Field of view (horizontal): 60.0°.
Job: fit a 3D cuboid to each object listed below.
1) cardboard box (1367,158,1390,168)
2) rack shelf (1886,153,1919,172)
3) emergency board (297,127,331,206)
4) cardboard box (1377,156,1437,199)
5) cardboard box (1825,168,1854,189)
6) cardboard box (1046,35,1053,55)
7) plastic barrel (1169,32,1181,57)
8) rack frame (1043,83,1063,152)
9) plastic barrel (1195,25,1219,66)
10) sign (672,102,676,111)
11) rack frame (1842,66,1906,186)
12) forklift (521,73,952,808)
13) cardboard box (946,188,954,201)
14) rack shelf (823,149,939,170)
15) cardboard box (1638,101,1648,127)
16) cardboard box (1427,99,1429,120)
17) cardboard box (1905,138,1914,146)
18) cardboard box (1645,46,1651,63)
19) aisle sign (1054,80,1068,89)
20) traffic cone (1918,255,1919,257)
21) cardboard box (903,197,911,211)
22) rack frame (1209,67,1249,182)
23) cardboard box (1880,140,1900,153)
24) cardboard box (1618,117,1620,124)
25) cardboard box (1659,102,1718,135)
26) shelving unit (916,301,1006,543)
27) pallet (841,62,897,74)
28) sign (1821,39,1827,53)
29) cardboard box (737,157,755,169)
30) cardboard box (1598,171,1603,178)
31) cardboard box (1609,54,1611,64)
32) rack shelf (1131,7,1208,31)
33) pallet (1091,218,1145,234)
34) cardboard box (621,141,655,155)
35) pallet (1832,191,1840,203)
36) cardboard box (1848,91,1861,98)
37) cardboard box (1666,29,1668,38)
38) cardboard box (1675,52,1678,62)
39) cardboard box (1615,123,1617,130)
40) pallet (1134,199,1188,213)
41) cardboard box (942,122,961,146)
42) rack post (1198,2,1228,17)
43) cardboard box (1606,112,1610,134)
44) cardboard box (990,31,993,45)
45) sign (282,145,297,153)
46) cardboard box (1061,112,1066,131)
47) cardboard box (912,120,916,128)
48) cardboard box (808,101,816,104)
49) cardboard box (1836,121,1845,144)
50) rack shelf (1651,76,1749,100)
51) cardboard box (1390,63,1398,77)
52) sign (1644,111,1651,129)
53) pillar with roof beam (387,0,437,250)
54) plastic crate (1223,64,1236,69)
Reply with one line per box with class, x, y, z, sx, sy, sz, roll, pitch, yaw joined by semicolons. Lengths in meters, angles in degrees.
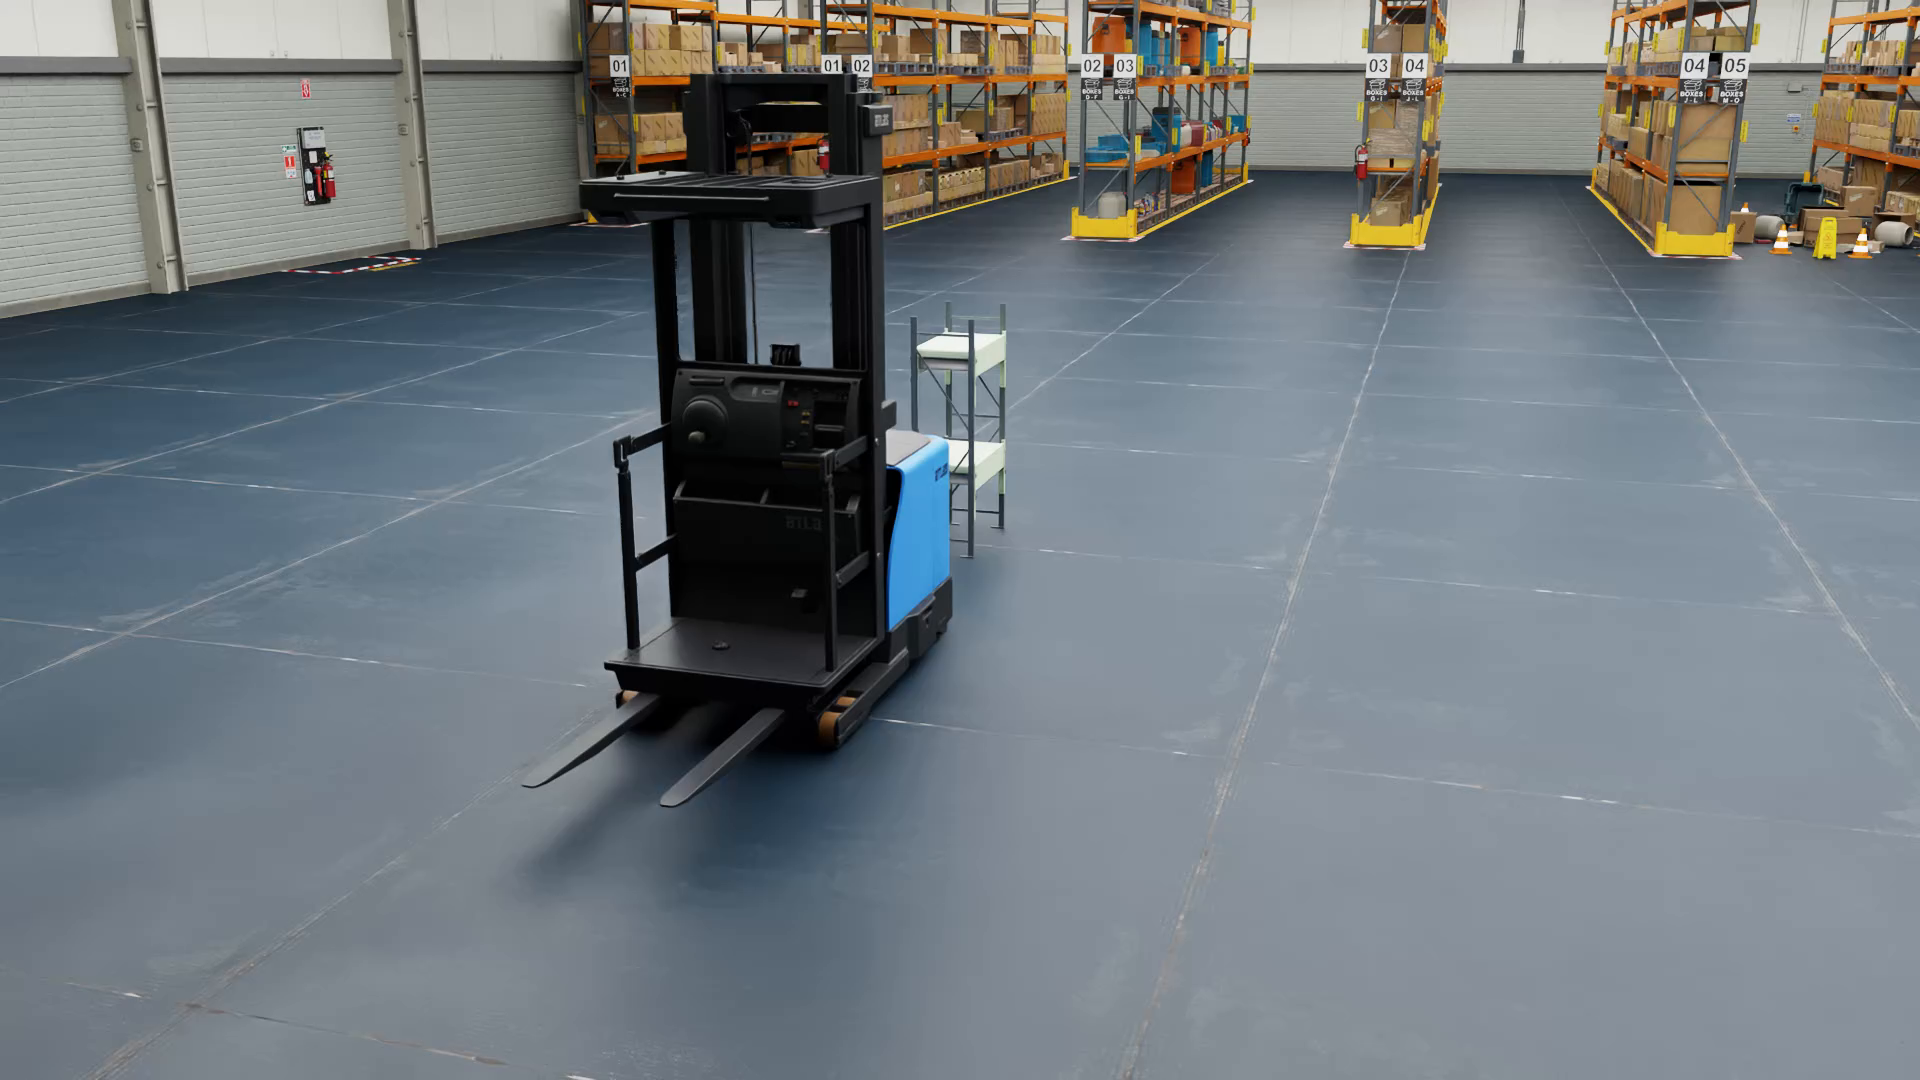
cardboard box;7.290;-6.569;28.953;0.380;0.149;0.250;5;16;16
rack shelf;18.613;-7.054;31.522;1.077;0.370;4.000;5;16;16
emergency board;-9.935;-5.788;25.737;0.157;1.169;0.626;5;16;16
cardboard box;9.896;-8.051;36.842;1.225;0.875;0.875;4;16;13
cardboard box;21.112;-8.566;39.457;0.875;0.438;0.875;5;17;17
cardboard box;2.064;-13.128;44.103;0.700;0.500;0.500;5;16;16
plastic barrel;4.490;-10.563;36.156;0.600;0.901;0.600;0;16;0
rack frame;2.454;-11.555;46.070;0.949;2.616;0.053;5;16;16
plastic barrel;5.730;-11.551;38.871;0.600;0.901;0.708;5;16;16
sign;-6.237;-9.397;36.342;0.100;0.325;0.005;5;16;16
rack frame;20.319;-8.970;36.958;1.000;3.000;0.127;5;16;16
forklift;-0.969;-0.591;7.540;1.130;2.935;3.031;5;17;17
cardboard box;-0.454;-7.514;36.094;0.500;0.250;0.500;5;17;17
rack shelf;-1.522;-7.546;33.254;1.077;0.370;4.000;5;16;16
cardboard box;14.270;-8.694;33.967;0.700;0.500;0.500;5;16;16
cardboard box;8.114;-7.655;29.762;0.500;0.500;0.500;5;16;16
cardboard box;18.579;-7.725;32.257;0.380;0.149;0.250;5;17;16
cardboard box;13.702;-9.494;32.517;0.500;0.311;0.500;4;16;15
aisle sign;2.770;-12.799;45.693;0.394;0.787;0.004;5;16;16
traffic cone;15.794;-4.823;26.985;0.336;0.463;0.334;5;16;16
cardboard box;-1.296;-6.763;33.446;0.500;0.250;0.500;5;16;16
rack frame;7.205;-11.169;44.711;1.000;3.000;0.127;5;16;16
cardboard box;19.077;-8.004;33.827;0.500;0.250;0.500;4;16;14
cardboard box;14.255;-8.946;35.475;0.380;0.149;0.250;5;17;18
cardboard box;12.659;-7.310;28.850;0.875;0.550;0.500;5;16;16
shelving unit;-0.001;-0.721;10.622;0.431;1.500;0.748;5;16;16
pallet;-1.864;-8.952;31.559;1.003;0.211;1.213;5;16;16
sign;20.925;-11.963;40.266;0.100;0.325;0.005;5;16;16
cardboard box;-5.085;-8.743;38.557;0.500;0.250;0.500;5;16;16
cardboard box;15.992;-9.034;41.092;0.380;0.149;0.250;5;17;18
cardboard box;16.159;-11.754;40.635;0.500;0.250;0.500;4;16;15
rack shelf;4.363;-10.901;34.822;1.077;0.370;4.000;5;16;16
pallet;2.871;-5.878;31.164;1.003;0.211;1.213;5;16;16
cardboard box;-6.397;-7.792;33.043;0.500;0.250;0.500;4;16;14
pallet;20.610;-7.822;38.019;1.003;0.211;1.213;5;16;16
cardboard box;20.415;-10.109;37.770;0.380;0.149;0.250;4;16;15
cardboard box;12.481;-8.789;28.867;0.380;0.149;0.250;5;16;16
cardboard box;11.976;-7.940;27.335;0.380;0.149;0.250;5;17;16
cardboard box;14.402;-8.939;35.995;0.380;0.149;0.250;5;16;15
pallet;4.326;-7.217;35.887;1.003;0.211;1.213;5;16;16
cardboard box;-0.278;-9.069;37.124;0.500;0.500;0.500;4;16;13
rack post;5.615;-12.229;38.370;0.937;0.300;0.954;7;17;22
cardboard box;15.702;-9.933;39.625;0.500;0.500;0.500;5;16;16
cardboard box;0.459;-11.681;39.002;0.500;0.500;0.500;5;16;16
sign;-10.161;-5.925;25.183;0.001;0.109;0.331;5;16;16
cardboard box;2.591;-11.464;45.568;0.500;0.500;0.500;5;17;18
cardboard box;-1.116;-8.421;33.651;0.380;0.149;0.250;5;16;16
cardboard box;-3.900;-10.777;41.188;0.500;0.250;0.500;5;17;16
cardboard box;20.346;-9.295;37.918;0.500;0.500;0.500;4;16;15
rack shelf;12.702;-7.808;28.683;1.077;0.370;4.000;5;16;16
cardboard box;7.300;-8.116;28.724;0.500;0.250;0.500;5;17;17
sign;12.747;-7.793;30.831;0.100;0.325;0.005;5;16;16
pillar with roof beam;-5.048;-8.984;26.014;9.100;9.000;0.400;5;16;16
plastic crate;6.684;-11.807;41.701;0.497;0.269;0.590;5;16;16
